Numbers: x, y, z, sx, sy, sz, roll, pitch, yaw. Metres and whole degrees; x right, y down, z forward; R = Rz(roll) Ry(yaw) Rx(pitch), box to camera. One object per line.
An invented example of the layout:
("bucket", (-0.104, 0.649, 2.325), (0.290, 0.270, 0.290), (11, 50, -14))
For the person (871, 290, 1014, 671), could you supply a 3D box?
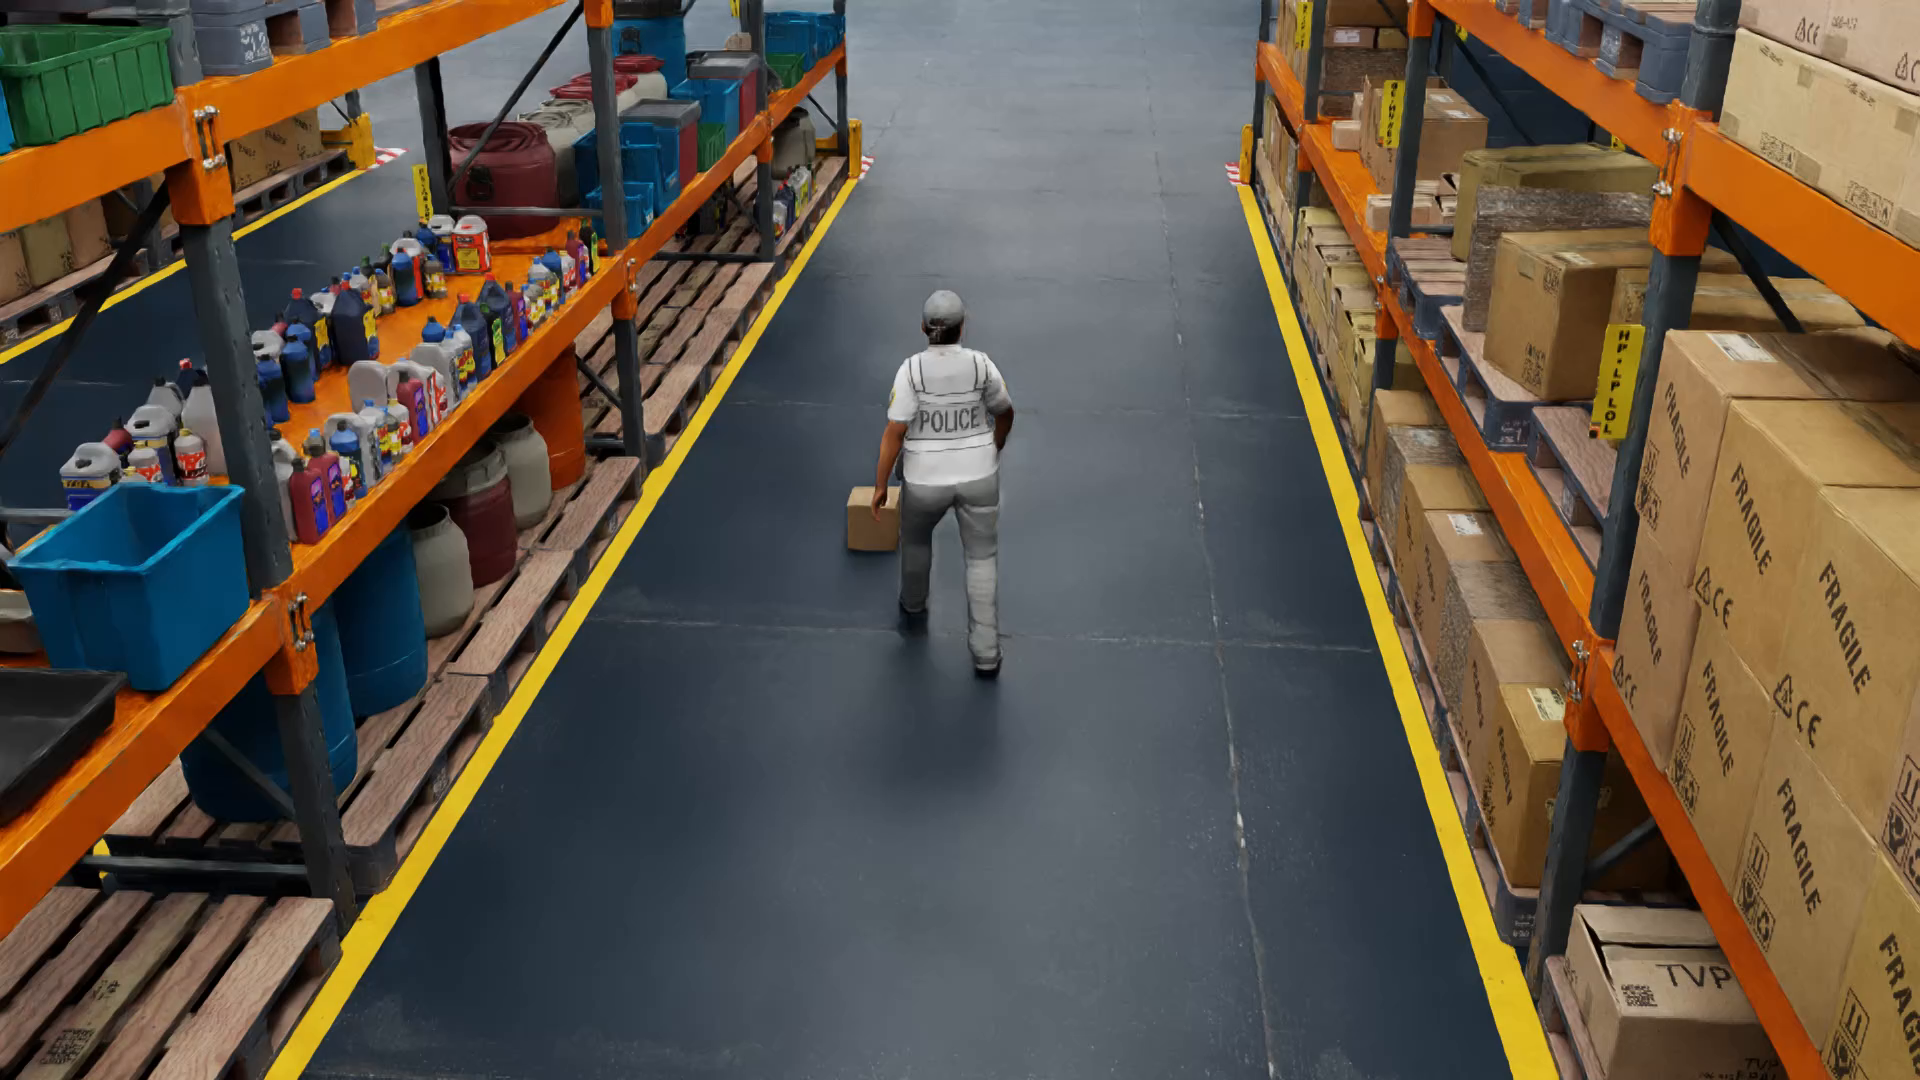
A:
("person", (-0.089, -0.315, 7.295), (0.655, 1.628, 0.909), (-4, 25, -9))
